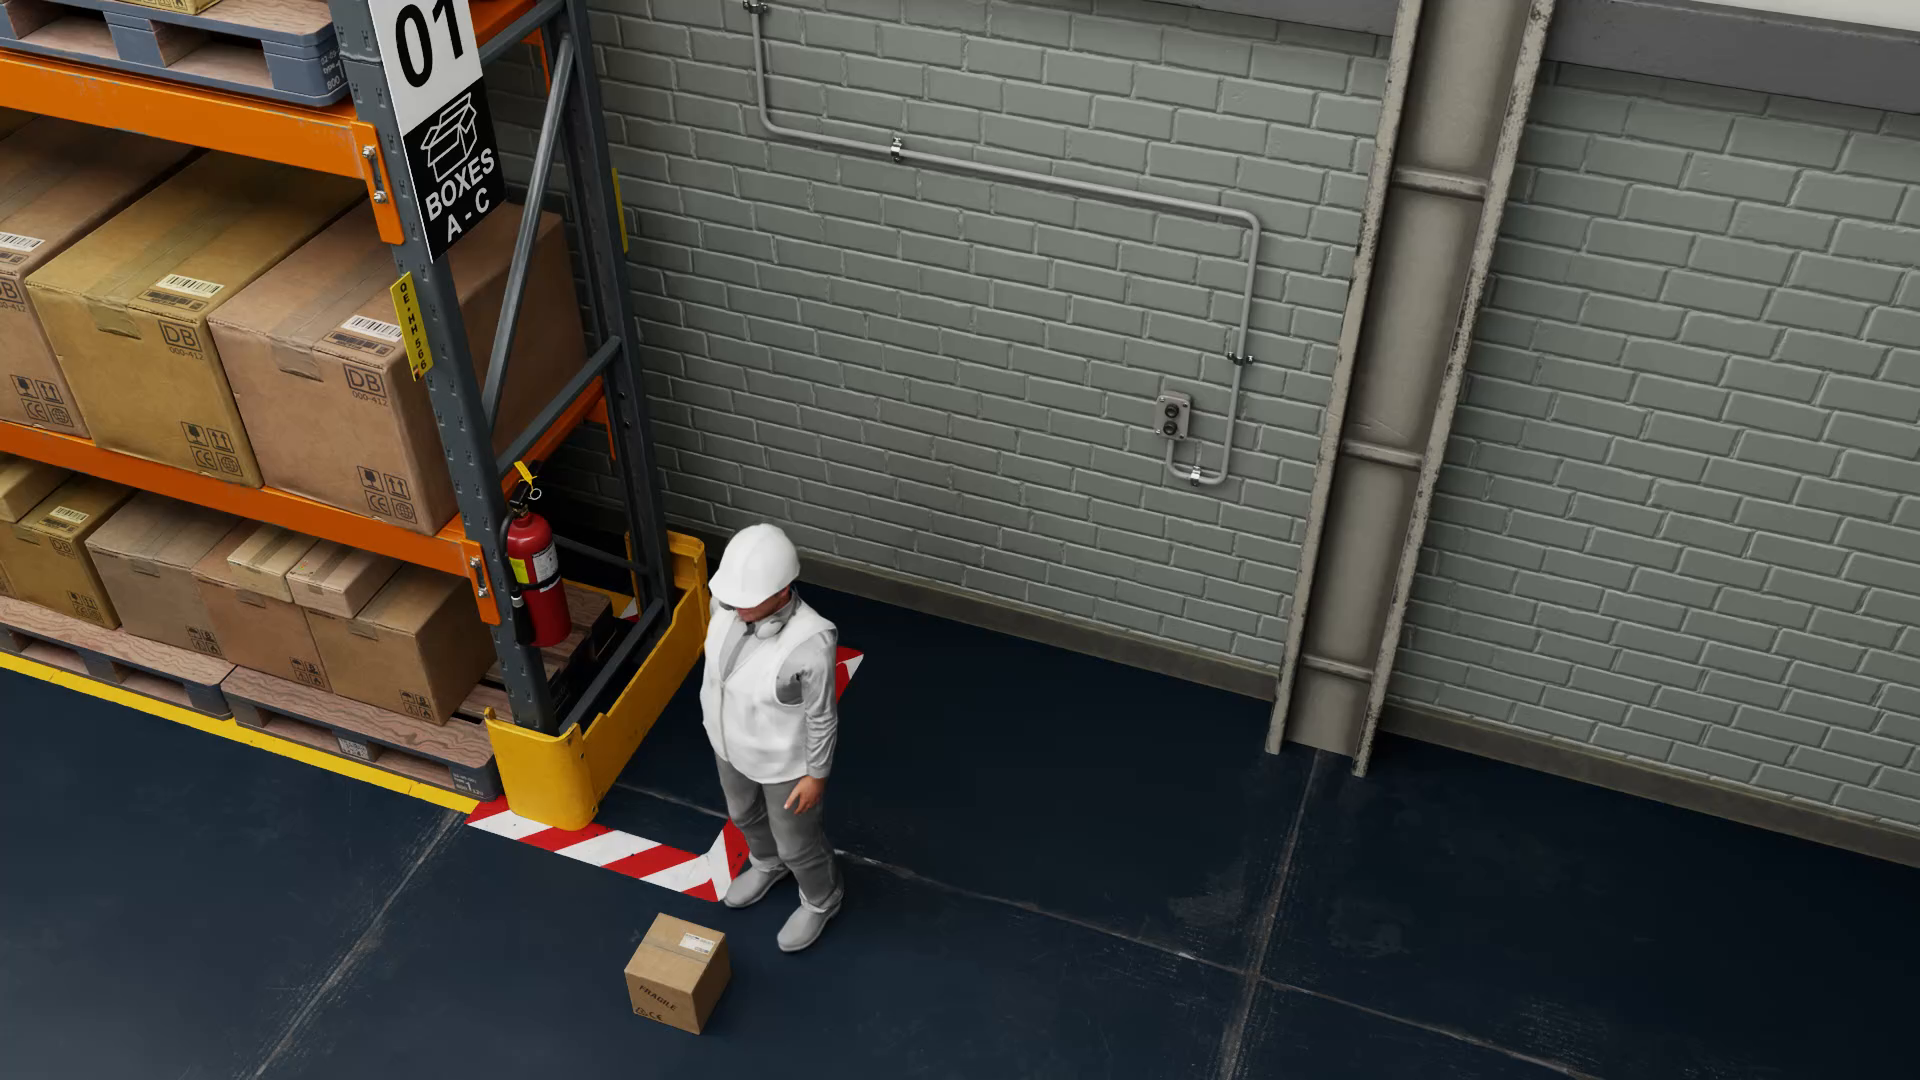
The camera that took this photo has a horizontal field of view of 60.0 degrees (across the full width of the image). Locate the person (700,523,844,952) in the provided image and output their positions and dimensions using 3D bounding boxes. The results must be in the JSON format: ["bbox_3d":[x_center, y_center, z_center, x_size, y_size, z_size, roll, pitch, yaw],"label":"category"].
[{"bbox_3d":[-0.606,0.654,5.399,0.533,1.764,0.360,31,50,30],"label":"person"}]
